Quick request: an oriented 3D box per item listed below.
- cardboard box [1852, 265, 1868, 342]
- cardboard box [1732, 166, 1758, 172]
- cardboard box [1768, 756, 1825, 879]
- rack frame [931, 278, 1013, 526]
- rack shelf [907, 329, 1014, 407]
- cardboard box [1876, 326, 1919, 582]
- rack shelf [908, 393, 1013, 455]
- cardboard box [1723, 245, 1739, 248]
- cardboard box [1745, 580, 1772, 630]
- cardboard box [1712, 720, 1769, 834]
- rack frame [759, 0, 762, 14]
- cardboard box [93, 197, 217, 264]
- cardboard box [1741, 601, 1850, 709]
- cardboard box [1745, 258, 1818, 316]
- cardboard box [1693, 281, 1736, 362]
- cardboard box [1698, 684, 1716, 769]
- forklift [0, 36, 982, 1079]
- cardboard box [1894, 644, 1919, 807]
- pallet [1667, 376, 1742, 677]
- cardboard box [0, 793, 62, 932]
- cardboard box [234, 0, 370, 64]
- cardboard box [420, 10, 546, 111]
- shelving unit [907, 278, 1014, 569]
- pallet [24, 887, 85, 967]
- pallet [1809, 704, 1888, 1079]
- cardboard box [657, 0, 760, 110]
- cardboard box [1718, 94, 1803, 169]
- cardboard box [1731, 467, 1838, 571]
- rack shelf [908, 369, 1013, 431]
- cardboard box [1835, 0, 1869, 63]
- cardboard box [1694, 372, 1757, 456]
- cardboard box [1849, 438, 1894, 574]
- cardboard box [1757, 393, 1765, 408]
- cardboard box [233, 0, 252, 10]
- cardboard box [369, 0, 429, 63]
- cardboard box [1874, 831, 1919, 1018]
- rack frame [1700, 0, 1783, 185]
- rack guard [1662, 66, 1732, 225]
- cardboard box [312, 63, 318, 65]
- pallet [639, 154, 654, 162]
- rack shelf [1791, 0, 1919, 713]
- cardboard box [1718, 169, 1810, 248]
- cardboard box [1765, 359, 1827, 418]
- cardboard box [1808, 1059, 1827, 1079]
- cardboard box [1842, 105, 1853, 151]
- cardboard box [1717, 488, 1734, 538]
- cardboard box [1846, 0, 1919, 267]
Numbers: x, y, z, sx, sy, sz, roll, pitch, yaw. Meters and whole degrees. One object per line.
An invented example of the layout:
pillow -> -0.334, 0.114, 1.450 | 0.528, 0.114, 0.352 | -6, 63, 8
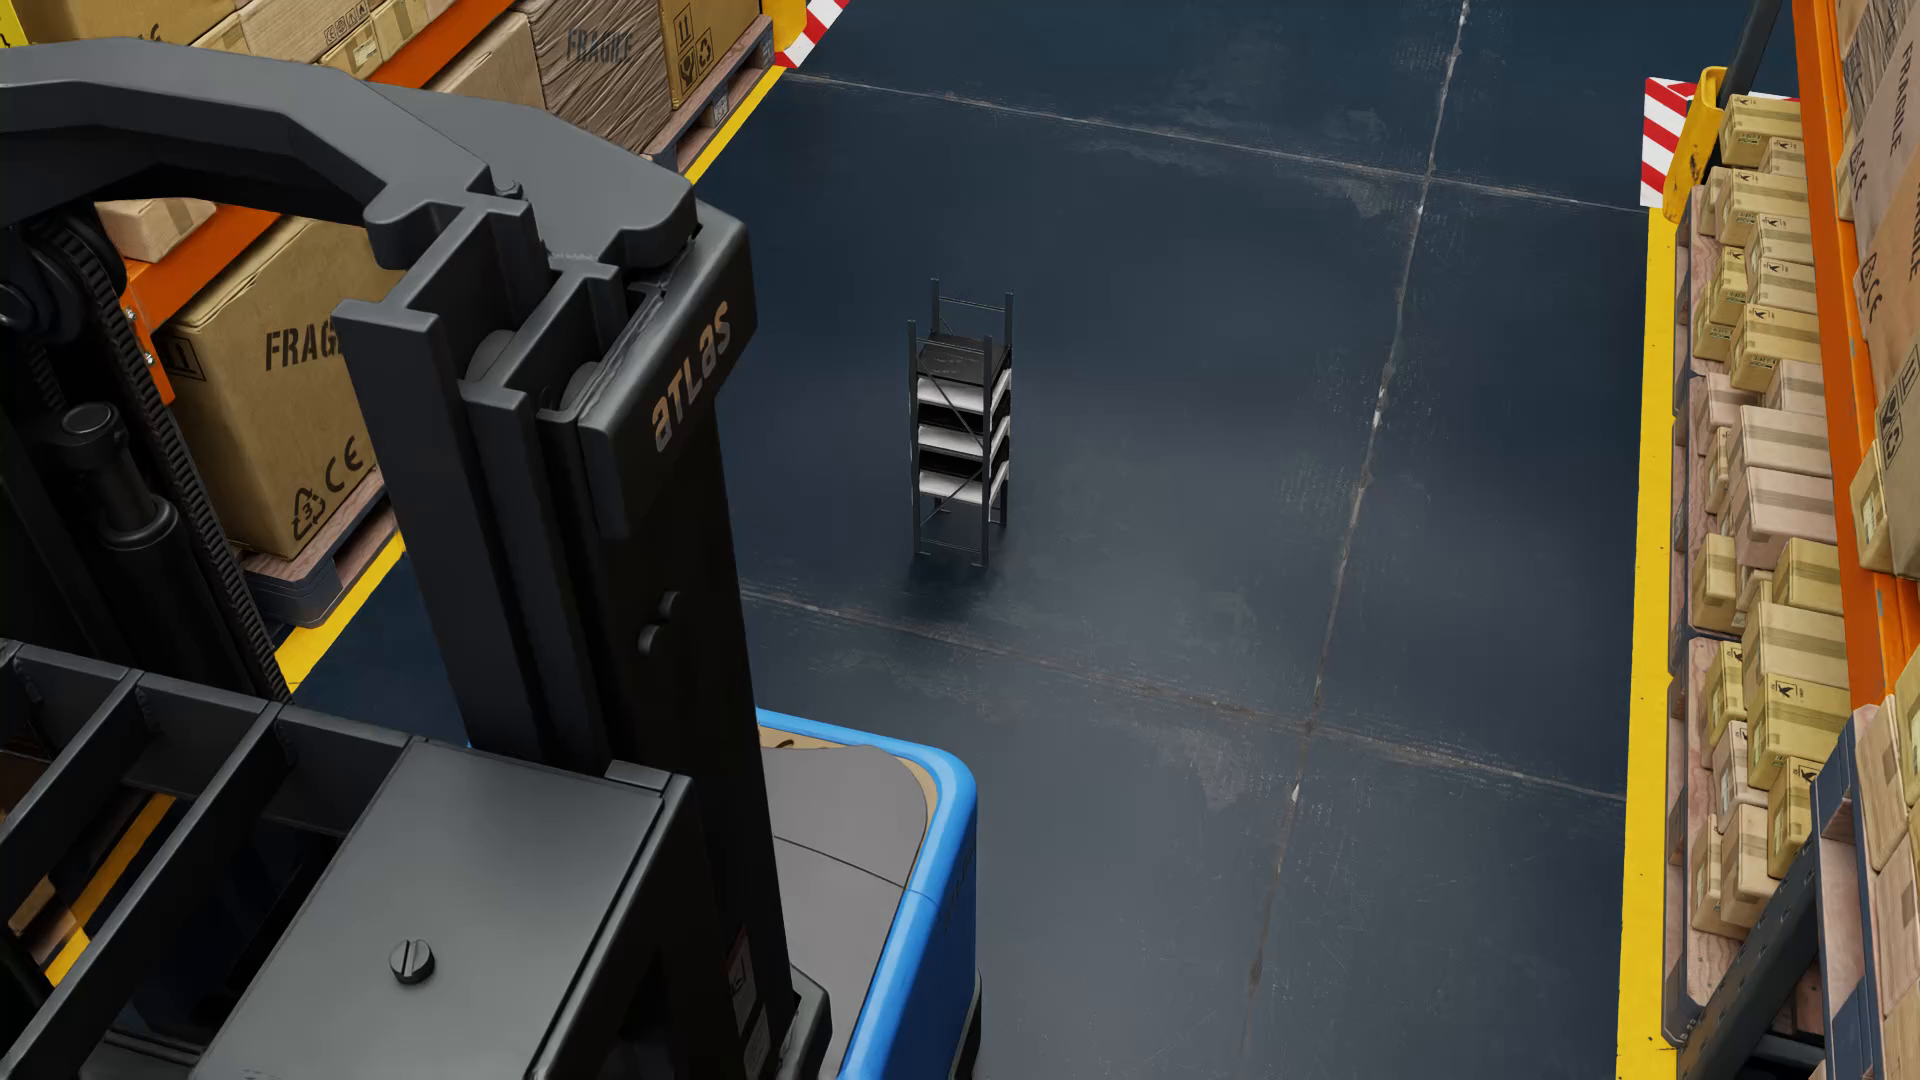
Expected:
cardboard box -> 2.309, -0.559, 3.857 | 0.380, 0.149, 0.250 | 11, 45, 11
cardboard box -> 2.987, -1.304, 5.963 | 0.380, 0.149, 0.250 | 14, 46, 14
cardboard box -> 2.038, 0.669, 3.734 | 0.380, 0.149, 0.250 | 14, 46, 14
rack frame -> 0.033, -0.395, 5.010 | 0.240, 0.900, 0.006 | 13, 46, 12
rack shelf -> 0.002, -0.496, 4.775 | 0.258, 0.077, 0.200 | 13, 46, 12
cardboard box -> 2.056, -0.219, 3.045 | 0.500, 0.500, 0.500 | 13, 46, 13
rack shelf -> 0.002, -0.368, 4.901 | 0.258, 0.077, 0.200 | 13, 46, 12
cardboard box -> 2.925, -1.019, 5.885 | 0.380, 0.149, 0.250 | 12, 46, 12
cardboard box -> 2.275, 0.279, 4.346 | 0.380, 0.149, 0.250 | 13, 46, 13
cardboard box -> 2.041, 0.607, 4.010 | 0.380, 0.149, 0.250 | 11, 45, 11
rack frame -> -1.307, -3.479, 6.661 | 1.000, 3.000, 0.127 | 13, 46, 13
cardboard box -> -2.111, -0.850, 4.153 | 0.380, 0.149, 0.250 | 13, 46, 13
cardboard box -> 2.146, 0.323, 4.088 | 0.380, 0.149, 0.250 | 12, 46, 12
cardboard box -> 2.651, -0.712, 5.146 | 0.380, 0.149, 0.250 | 14, 46, 14
cardboard box -> 2.674, -0.705, 5.564 | 0.380, 0.149, 0.250 | 13, 46, 13
cardboard box -> 2.150, 0.495, 4.338 | 0.380, 0.149, 0.250 | 11, 45, 11
forklift -> -0.841, 1.048, 2.083 | 1.130, 2.935, 3.031 | 11, 45, 11
cardboard box -> 1.621, 0.304, 2.462 | 0.380, 0.149, 0.250 | 13, 46, 13
pallet -> 2.716, 0.031, 5.068 | 1.003, 0.211, 1.213 | 13, 46, 13
cardboard box -> -2.693, 0.227, 4.092 | 1.225, 0.875, 0.875 | 13, 46, 13
cardboard box -> -1.971, -1.454, 4.485 | 0.500, 0.250, 0.500 | 12, 46, 12
cardboard box -> -1.969, -1.226, 5.578 | 0.875, 0.875, 0.875 | 13, 46, 13
shelving unit -> 0.002, -0.327, 4.941 | 0.258, 0.900, 0.210 | 13, 46, 12
pallet -> -2.680, 0.714, 4.369 | 1.003, 0.211, 1.213 | 13, 46, 13
pallet -> 1.808, 0.852, 2.372 | 1.003, 0.211, 1.213 | 13, 46, 13
cardboard box -> -1.424, -2.426, 6.804 | 0.875, 0.875, 0.875 | 13, 46, 13
cardboard box -> 2.907, -1.428, 5.877 | 0.380, 0.149, 0.250 | 11, 45, 11
cardboard box -> 2.293, -0.034, 4.453 | 0.380, 0.149, 0.250 | 10, 45, 11
rack shelf -> 0.002, -0.432, 4.838 | 0.258, 0.077, 0.200 | 13, 46, 12
cardboard box -> 2.693, -1.577, 4.432 | 0.500, 0.500, 0.500 | 13, 46, 13
cardboard box -> 2.530, -0.367, 5.219 | 0.380, 0.149, 0.250 | 10, 45, 11
cardboard box -> 2.016, -0.040, 3.326 | 0.380, 0.149, 0.250 | 11, 46, 11
cardboard box -> 2.646, -0.417, 5.057 | 0.380, 0.149, 0.250 | 15, 46, 15
cardboard box -> -1.973, -1.725, 4.227 | 0.500, 0.500, 0.500 | 13, 46, 13
cardboard box -> -1.797, -1.547, 4.866 | 0.380, 0.149, 0.250 | 12, 46, 12
cardboard box -> 1.543, 0.596, 2.376 | 0.380, 0.149, 0.250 | 13, 46, 13
rack frame -> 3.390, -2.361, 5.518 | 1.000, 3.000, 0.127 | 13, 46, 13
rack guard -> 3.367, -1.417, 6.341 | 1.175, 0.500, 0.348 | 13, 46, 13
cardboard box -> -1.953, -1.201, 4.512 | 0.380, 0.149, 0.250 | 14, 46, 14
pallet -> -1.845, -1.122, 6.246 | 1.003, 0.211, 1.213 | 13, 46, 12
rack shelf -> 2.784, -0.771, 4.408 | 1.077, 0.370, 4.000 | 13, 46, 13
cardboard box -> 2.740, -1.078, 5.519 | 0.380, 0.149, 0.250 | 12, 46, 12
cardboard box -> 2.543, -0.358, 4.784 | 0.380, 0.149, 0.250 | 13, 46, 13
cardboard box -> 1.703, 1.217, 2.813 | 0.500, 0.250, 0.500 | 11, 45, 11
cardboard box -> 2.556, -1.074, 4.383 | 0.380, 0.149, 0.250 | 14, 46, 14
cardboard box -> 2.429, -0.009, 4.853 | 0.380, 0.149, 0.250 | 13, 46, 13
cardboard box -> 2.366, -0.896, 3.737 | 0.500, 0.500, 0.500 | 12, 46, 12
